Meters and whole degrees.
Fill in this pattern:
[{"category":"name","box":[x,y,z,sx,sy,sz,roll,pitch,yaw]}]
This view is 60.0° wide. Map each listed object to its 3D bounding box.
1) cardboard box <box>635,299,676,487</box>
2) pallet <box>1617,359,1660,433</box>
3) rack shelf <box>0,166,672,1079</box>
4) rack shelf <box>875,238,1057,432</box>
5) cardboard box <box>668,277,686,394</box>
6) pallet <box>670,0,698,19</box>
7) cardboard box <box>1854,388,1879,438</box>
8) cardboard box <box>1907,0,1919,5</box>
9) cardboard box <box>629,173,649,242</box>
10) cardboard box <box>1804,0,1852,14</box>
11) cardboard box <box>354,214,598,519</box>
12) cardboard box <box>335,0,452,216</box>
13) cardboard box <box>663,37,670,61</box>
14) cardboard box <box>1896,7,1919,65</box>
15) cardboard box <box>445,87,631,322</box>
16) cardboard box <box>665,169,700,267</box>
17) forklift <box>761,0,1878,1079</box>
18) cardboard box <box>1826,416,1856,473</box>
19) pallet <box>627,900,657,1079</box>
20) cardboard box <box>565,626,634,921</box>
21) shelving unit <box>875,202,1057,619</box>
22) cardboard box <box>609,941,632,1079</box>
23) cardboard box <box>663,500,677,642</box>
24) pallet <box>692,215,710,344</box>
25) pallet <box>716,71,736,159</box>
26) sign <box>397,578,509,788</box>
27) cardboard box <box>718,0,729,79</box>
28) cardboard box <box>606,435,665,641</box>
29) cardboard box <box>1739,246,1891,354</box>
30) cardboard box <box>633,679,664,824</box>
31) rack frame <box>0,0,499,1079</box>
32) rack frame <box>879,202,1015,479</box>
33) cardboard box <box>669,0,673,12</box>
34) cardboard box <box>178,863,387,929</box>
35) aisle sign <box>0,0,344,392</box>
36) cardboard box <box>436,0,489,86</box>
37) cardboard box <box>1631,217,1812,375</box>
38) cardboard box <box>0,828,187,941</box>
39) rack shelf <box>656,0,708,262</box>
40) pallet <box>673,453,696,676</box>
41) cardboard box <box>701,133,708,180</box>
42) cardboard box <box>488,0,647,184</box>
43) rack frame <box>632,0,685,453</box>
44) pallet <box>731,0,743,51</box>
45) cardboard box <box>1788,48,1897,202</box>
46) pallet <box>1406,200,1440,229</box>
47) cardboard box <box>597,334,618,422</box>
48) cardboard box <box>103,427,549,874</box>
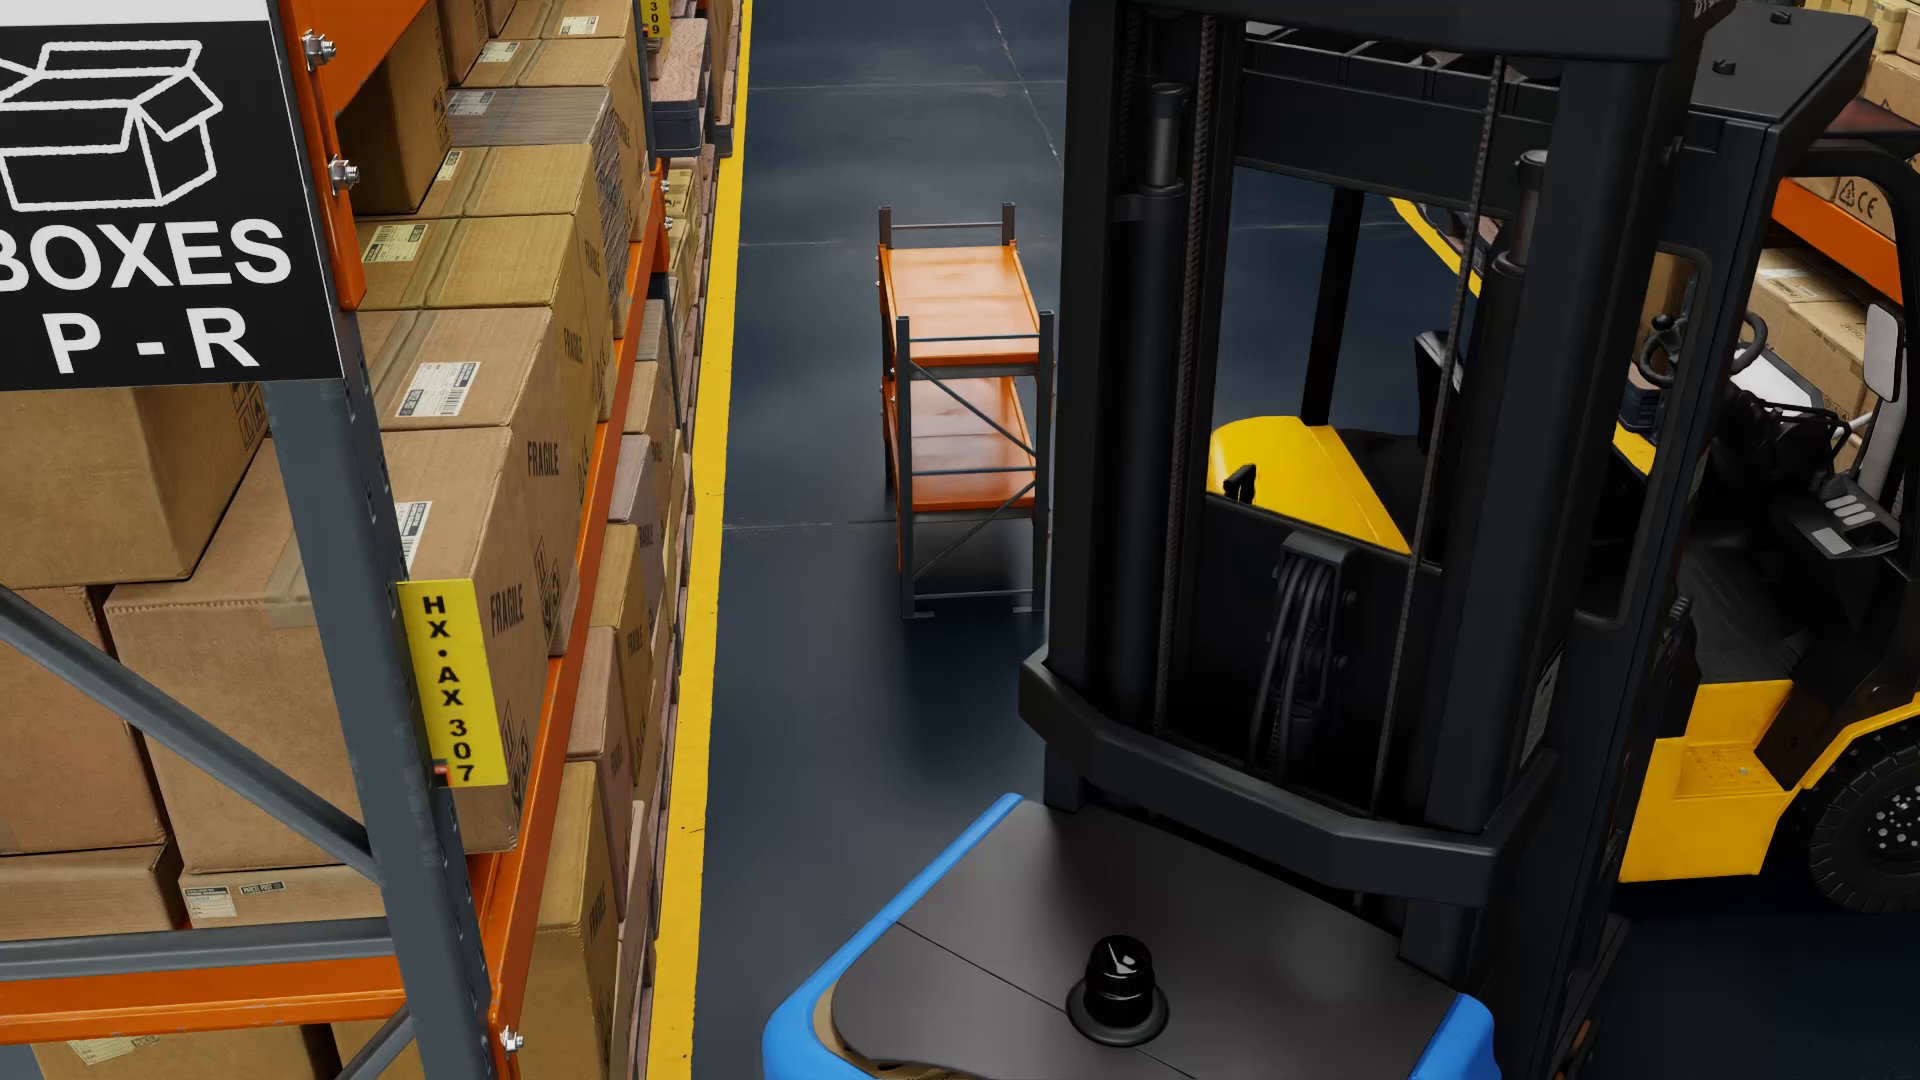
[{"category":"cardboard box","box":[-1.251,-0.486,5.679,0.500,0.500,0.500,-3,31,-5]},{"category":"pallet","box":[3.260,-0.870,7.501,1.003,0.211,1.213,-3,31,-5]},{"category":"rack shelf","box":[-1.387,-0.123,4.233,1.077,0.370,4.000,-3,31,-5]},{"category":"rack shelf","box":[-0.001,-0.738,5.817,0.538,0.278,1.000,-3,31,-5]},{"category":"cardboard box","box":[-1.625,-0.773,6.772,0.950,0.372,0.625,-2,31,-4]},{"category":"pallet","box":[-1.722,-2.404,7.537,1.003,0.211,1.213,-3,31,-5]},{"category":"cardboard box","box":[3.196,-0.345,5.199,0.500,0.250,0.500,-2,31,-3]},{"category":"cardboard box","box":[3.234,-1.837,5.380,0.380,0.149,0.250,-2,31,-4]},{"category":"cardboard box","box":[-1.210,-1.069,5.359,0.380,0.149,0.250,-2,31,-3]},{"category":"cardboard box","box":[3.136,-1.839,5.674,0.380,0.149,0.250,-3,31,-5]},{"category":"cardboard box","box":[-1.069,-0.361,3.542,0.500,0.500,0.500,-3,31,-6]},{"category":"cardboard box","box":[-1.563,-1.037,3.698,0.700,0.500,0.500,-3,31,-5]},{"category":"cardboard box","box":[-1.325,-1.951,6.426,0.380,0.149,0.250,-2,31,-4]},{"category":"cardboard box","box":[3.214,-1.575,5.232,0.380,0.149,0.250,-3,31,-5]},{"category":"cardboard box","box":[-1.177,-0.882,4.414,0.500,0.500,0.500,-2,31,-3]},{"category":"cardboard box","box":[-1.763,-1.495,7.981,0.950,0.372,0.625,-2,31,-3]},{"category":"forklift","box":[0.907,0.007,3.381,1.130,2.935,3.031,20,36,30]},{"category":"cardboard box","box":[3.155,-0.389,5.760,0.500,0.250,0.500,-3,31,-5]},{"category":"pallet","box":[-1.248,1.331,3.816,1.003,0.211,1.213,-3,31,-5]},{"category":"cardboard box","box":[-1.056,0.563,3.922,0.500,0.500,0.500,-4,31,-6]},{"category":"shelving unit","box":[-0.001,-0.486,5.967,0.538,1.125,1.048,-3,31,-5]},{"category":"cardboard box","box":[-1.000,1.164,3.648,0.500,0.250,0.500,-3,31,-5]},{"category":"cardboard box","box":[-1.191,0.107,5.417,0.500,0.250,0.500,-4,31,-6]},{"category":"pallet","box":[-1.765,-1.278,8.183,1.003,0.211,1.213,-3,31,-5]},{"category":"pallet","box":[-1.946,-2.704,10.572,1.003,0.211,1.213,-3,31,-5]},{"category":"sign","box":[-0.660,0.191,2.160,0.100,0.325,0.005,-3,31,-5]},{"category":"cardboard box","box":[-2.009,-3.576,10.974,0.875,0.875,0.875,-2,31,-4]},{"category":"cardboard box","box":[-1.153,0.034,4.808,0.500,0.500,0.500,-1,31,-2]},{"category":"cardboard box","box":[3.101,-0.860,6.062,0.500,0.250,0.500,-3,31,-5]},{"category":"cardboard box","box":[-1.104,0.625,4.550,0.500,0.250,0.500,-1,31,-1]},{"category":"rack frame","box":[-1.197,0.589,2.339,0.949,2.616,0.053,-3,31,-5]},{"category":"rack frame","box":[-0.048,-0.746,6.402,0.500,1.125,0.032,-3,31,-5]},{"category":"cardboard box","box":[-1.379,-2.313,6.400,0.500,0.500,0.500,-3,31,-4]},{"category":"cardboard box","box":[-1.026,0.513,2.710,0.380,0.149,0.250,-3,31,-4]},{"category":"aisle sign","box":[-0.886,-0.510,1.644,0.394,0.787,0.004,-3,31,-5]},{"category":"cardboard box","box":[-1.723,-1.556,4.568,0.700,0.500,0.500,-3,31,-4]},{"category":"cardboard box","box":[3.308,-1.120,7.106,0.875,0.625,0.625,-1,31,-2]},{"category":"cardboard box","box":[-1.448,0.516,2.706,0.380,0.149,0.250,-2,31,-3]},{"category":"rack shelf","box":[-1.761,-2.165,7.652,1.077,0.370,4.000,-3,31,-5]},{"category":"pallet","box":[-1.476,0.085,5.902,1.003,0.211,1.213,-3,31,-5]},{"category":"cardboard box","box":[-1.905,-2.259,9.259,0.950,0.372,0.625,-5,31,-8]},{"category":"cardboard box","box":[-1.285,-1.409,5.296,0.500,0.500,0.500,-4,31,-6]},{"category":"rack frame","box":[-1.574,-1.453,5.758,1.000,3.000,0.127,-3,31,-5]},{"category":"pallet","box":[-2.174,-3.950,12.657,1.003,0.211,1.213,-3,31,-5]},{"category":"cardboard box","box":[3.149,-1.497,5.733,0.500,0.500,0.500,-4,31,-6]},{"category":"pallet","box":[3.032,-2.116,9.586,1.003,0.211,1.213,-3,31,-5]},{"category":"cardboard box","box":[-1.088,-0.416,4.266,0.380,0.149,0.250,-2,31,-4]},{"category":"cardboard box","box":[-0.968,0.163,2.664,0.500,0.500,0.500,-3,31,-5]}]
